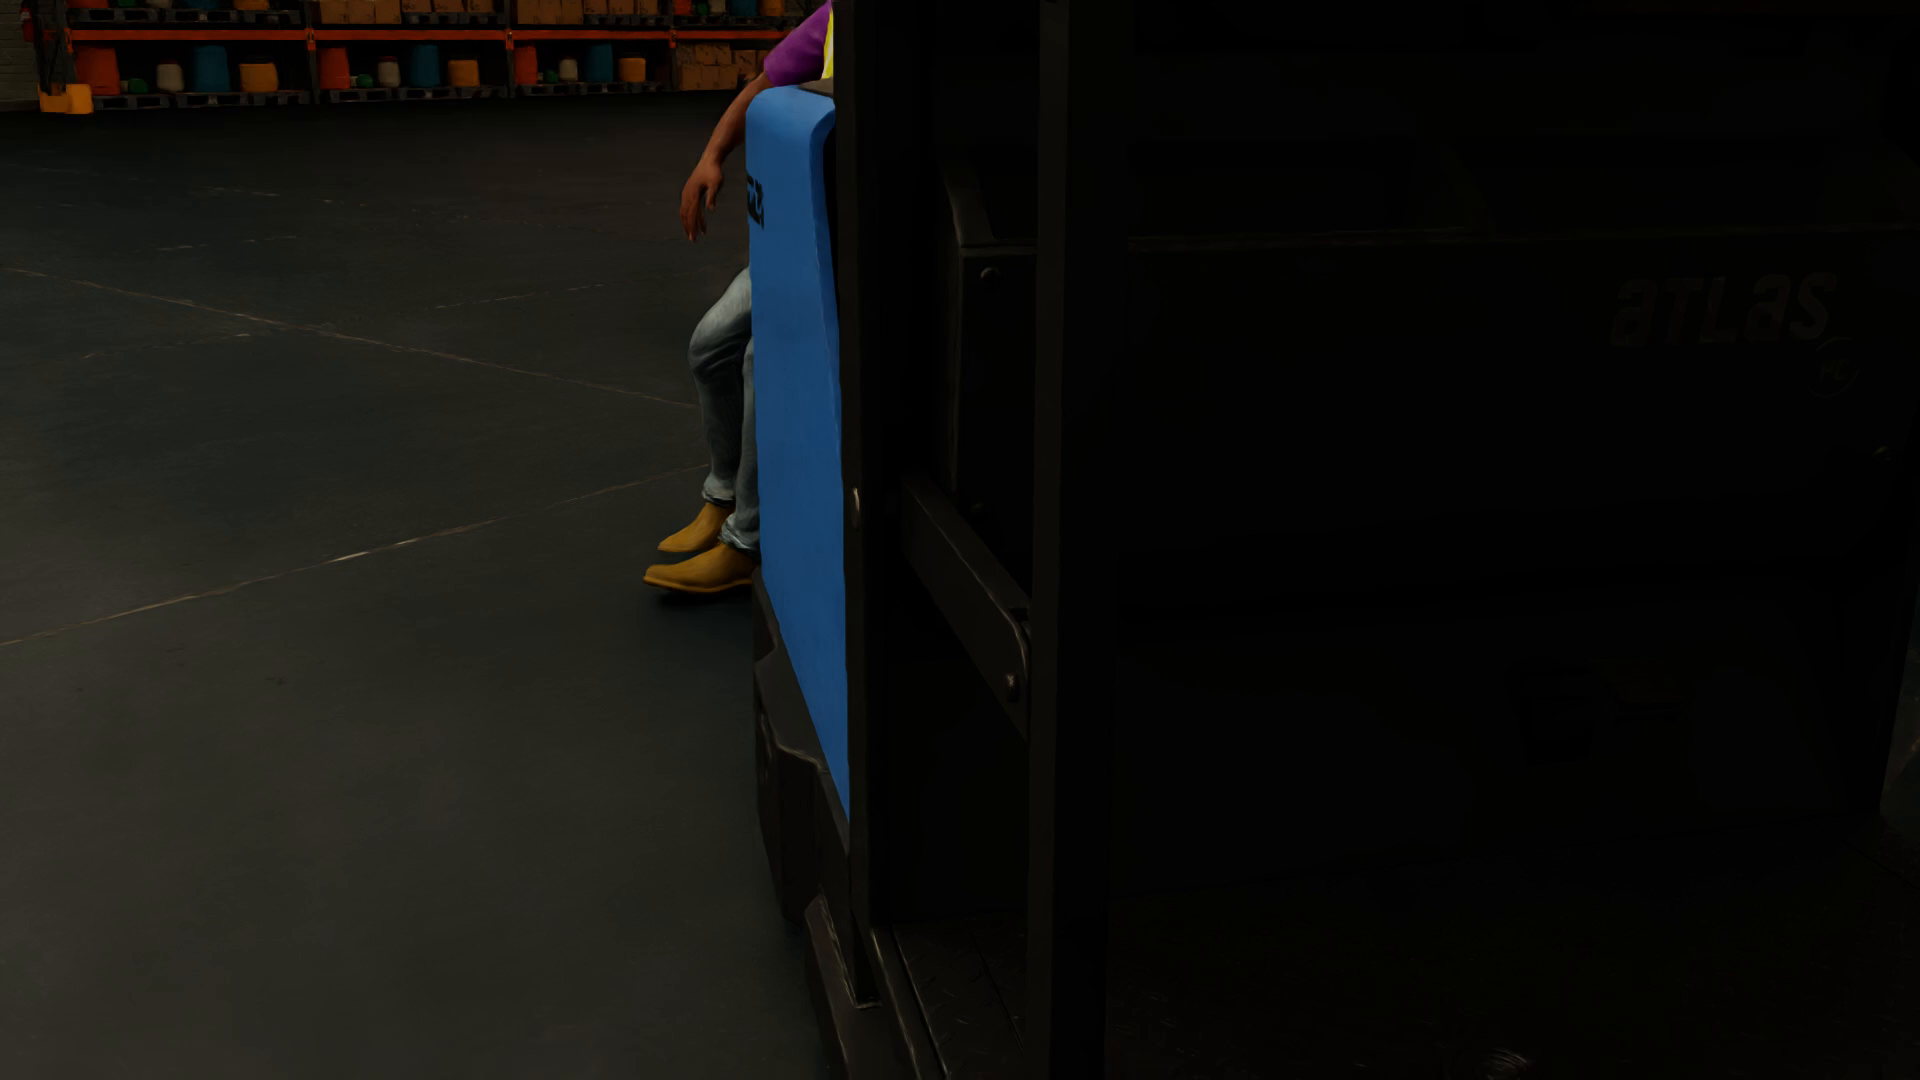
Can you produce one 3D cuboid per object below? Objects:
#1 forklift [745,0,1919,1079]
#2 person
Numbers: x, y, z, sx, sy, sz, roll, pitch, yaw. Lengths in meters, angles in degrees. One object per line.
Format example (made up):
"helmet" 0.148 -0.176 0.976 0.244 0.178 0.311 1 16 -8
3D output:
"forklift" 0.488 -0.679 1.133 1.130 2.935 3.031 -4 17 -12
"person" -0.311 -0.652 3.547 0.865 1.540 0.879 13 21 37
